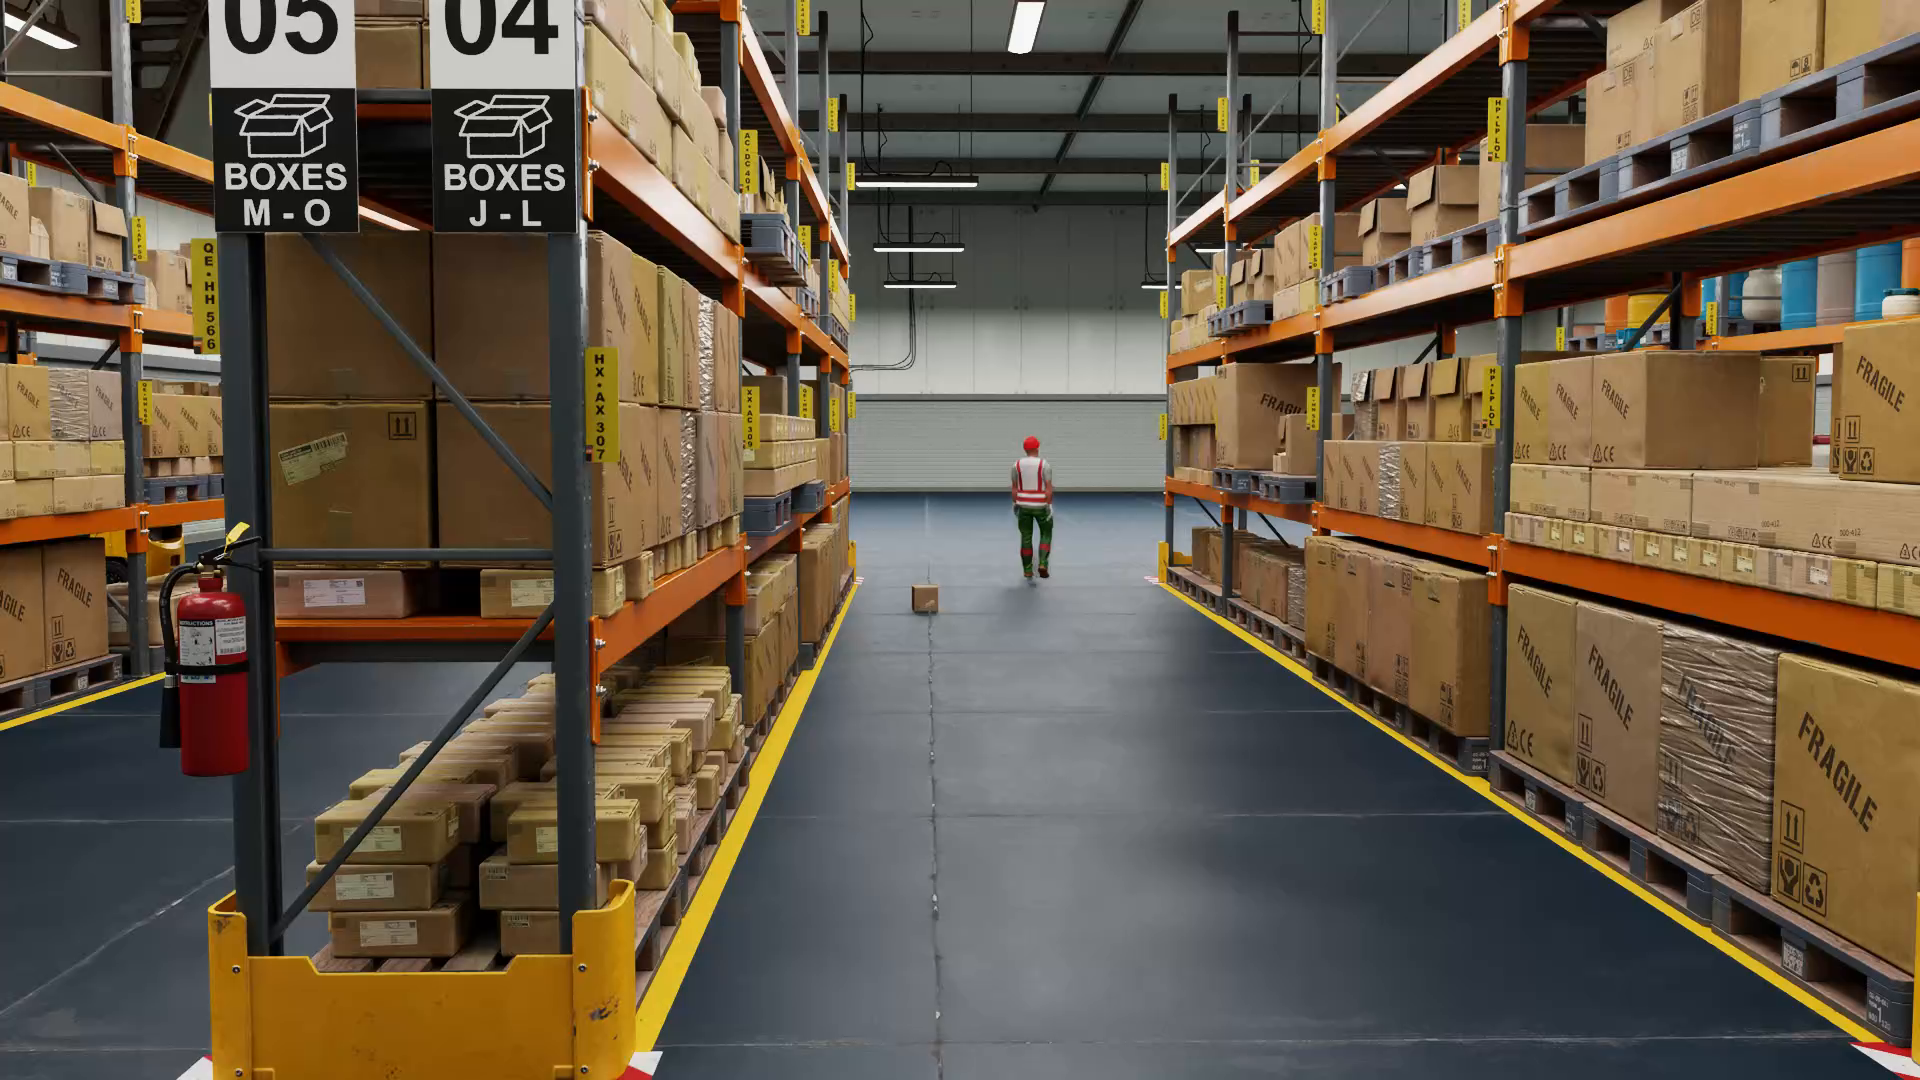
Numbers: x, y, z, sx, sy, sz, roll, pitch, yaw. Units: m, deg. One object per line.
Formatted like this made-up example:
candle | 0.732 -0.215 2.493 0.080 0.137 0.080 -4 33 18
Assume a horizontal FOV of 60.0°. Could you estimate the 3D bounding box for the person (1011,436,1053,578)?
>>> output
person | 0.929 -0.398 21.209 0.558 1.846 0.429 1 4 14
